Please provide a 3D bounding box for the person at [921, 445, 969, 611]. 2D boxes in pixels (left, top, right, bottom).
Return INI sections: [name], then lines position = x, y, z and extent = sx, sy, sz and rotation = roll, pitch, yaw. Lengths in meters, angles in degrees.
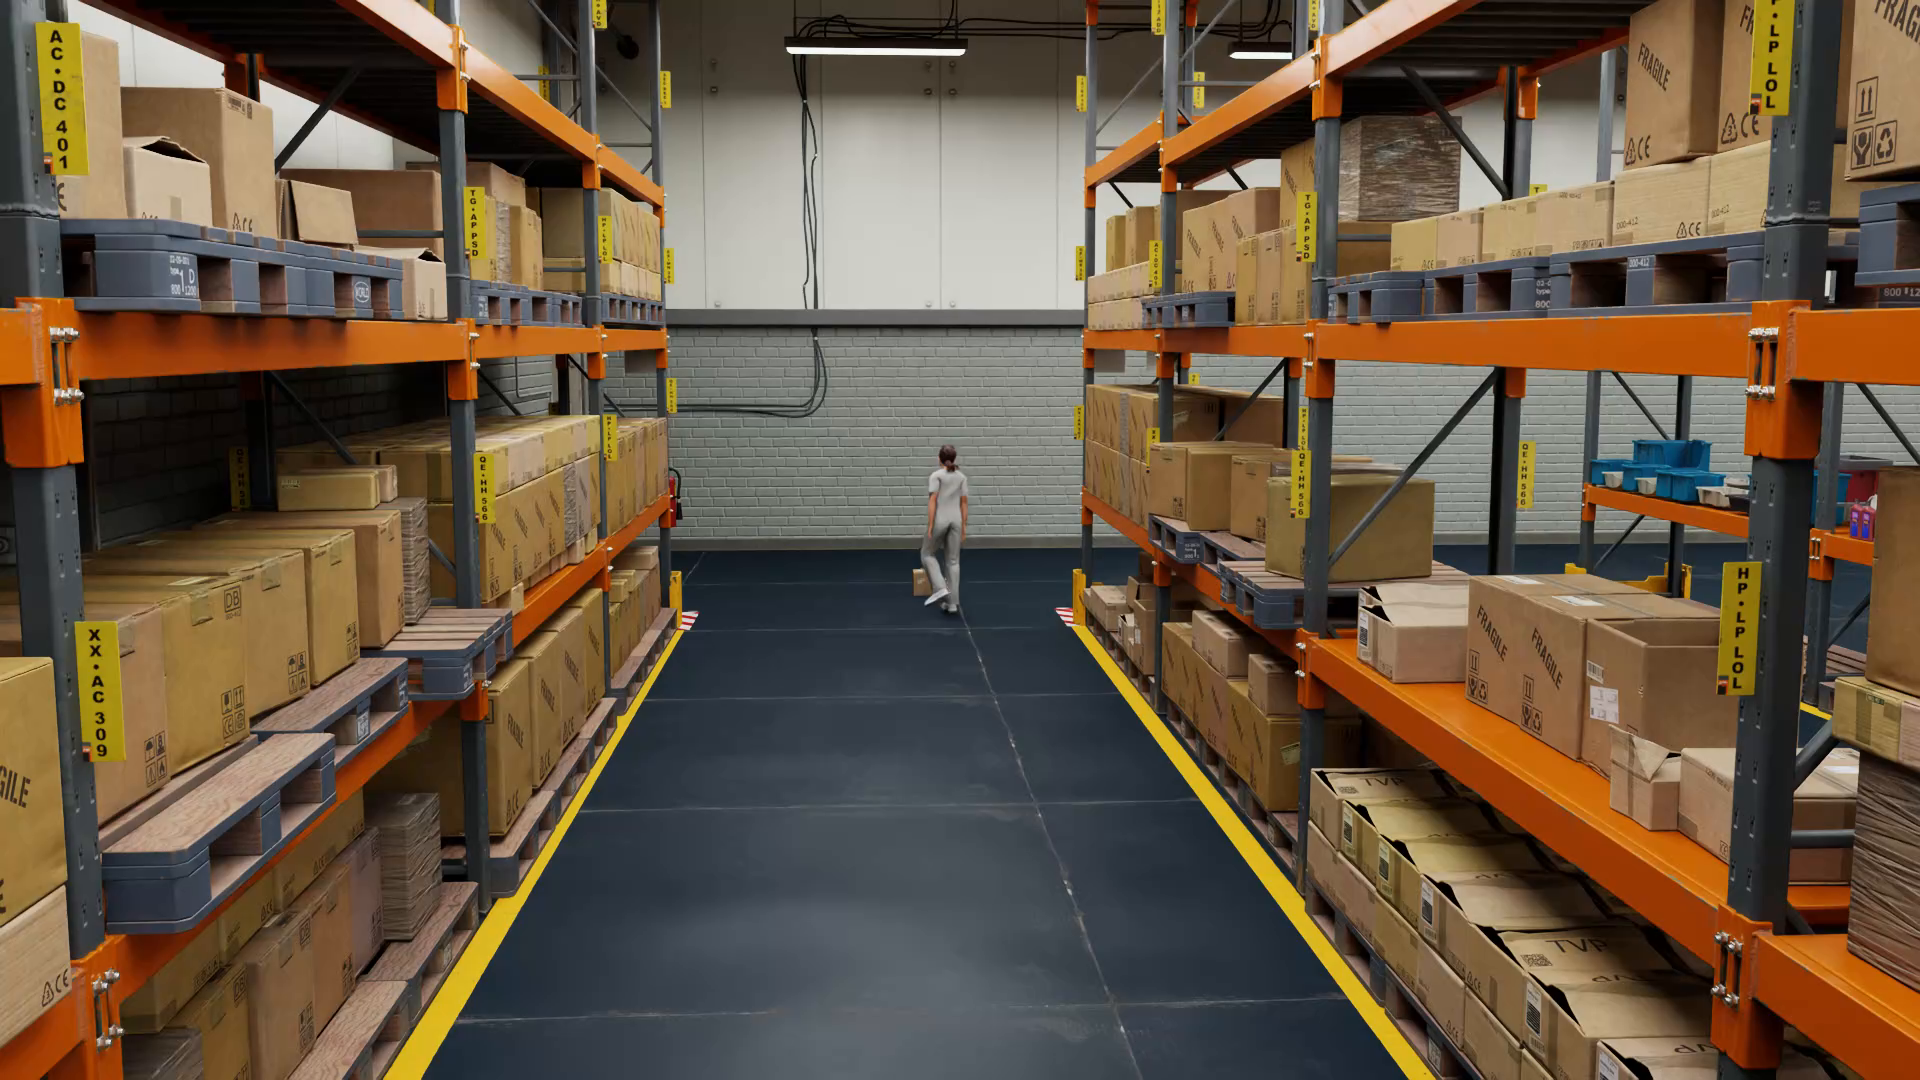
[person]
position = -0.132, -0.127, 16.697
extent = 0.483, 1.657, 0.470
rotation = -3, 7, -22
